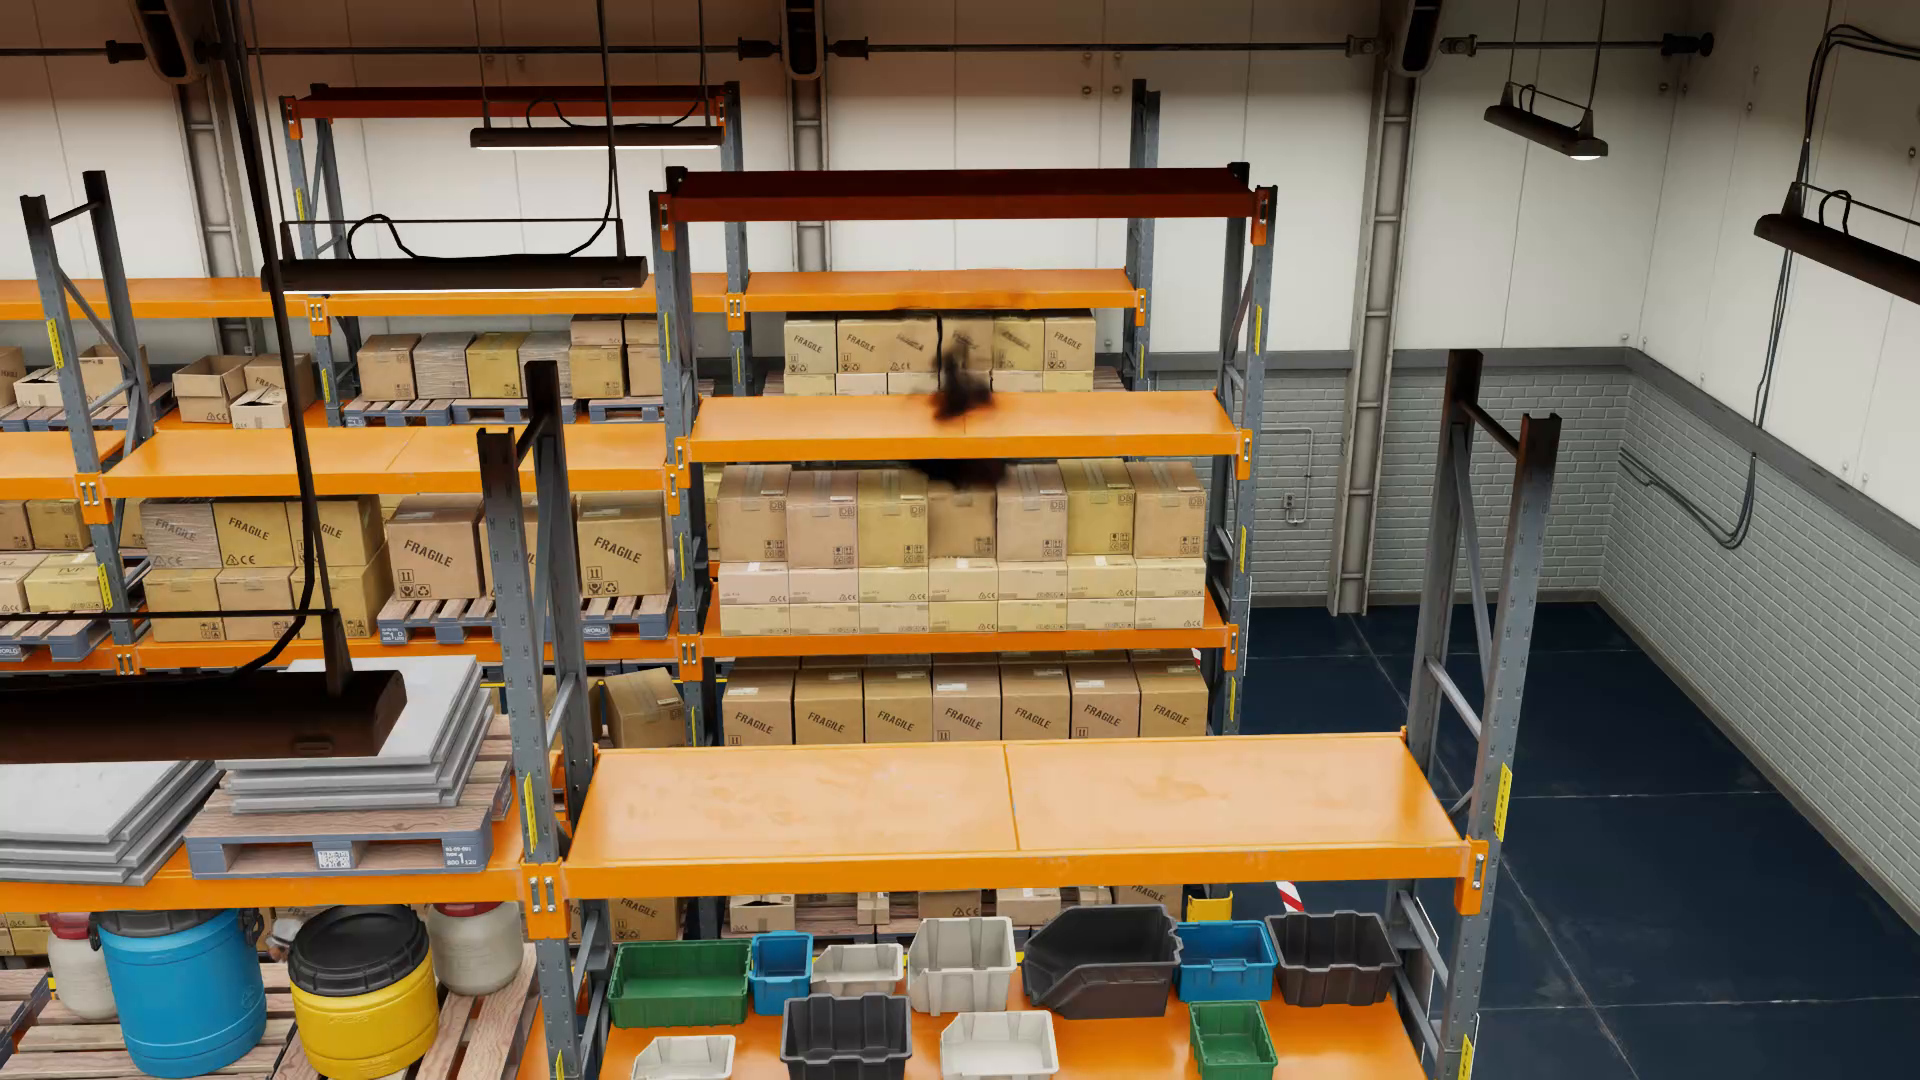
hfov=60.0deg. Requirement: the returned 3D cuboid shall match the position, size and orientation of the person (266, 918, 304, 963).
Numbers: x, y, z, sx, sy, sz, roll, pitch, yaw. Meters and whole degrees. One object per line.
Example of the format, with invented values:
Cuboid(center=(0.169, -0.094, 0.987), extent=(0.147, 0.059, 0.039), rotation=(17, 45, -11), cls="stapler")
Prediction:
Cuboid(center=(-4.271, 3.252, 10.911), extent=(0.778, 1.753, 0.598), rotation=(-3, 22, -7), cls="person")
